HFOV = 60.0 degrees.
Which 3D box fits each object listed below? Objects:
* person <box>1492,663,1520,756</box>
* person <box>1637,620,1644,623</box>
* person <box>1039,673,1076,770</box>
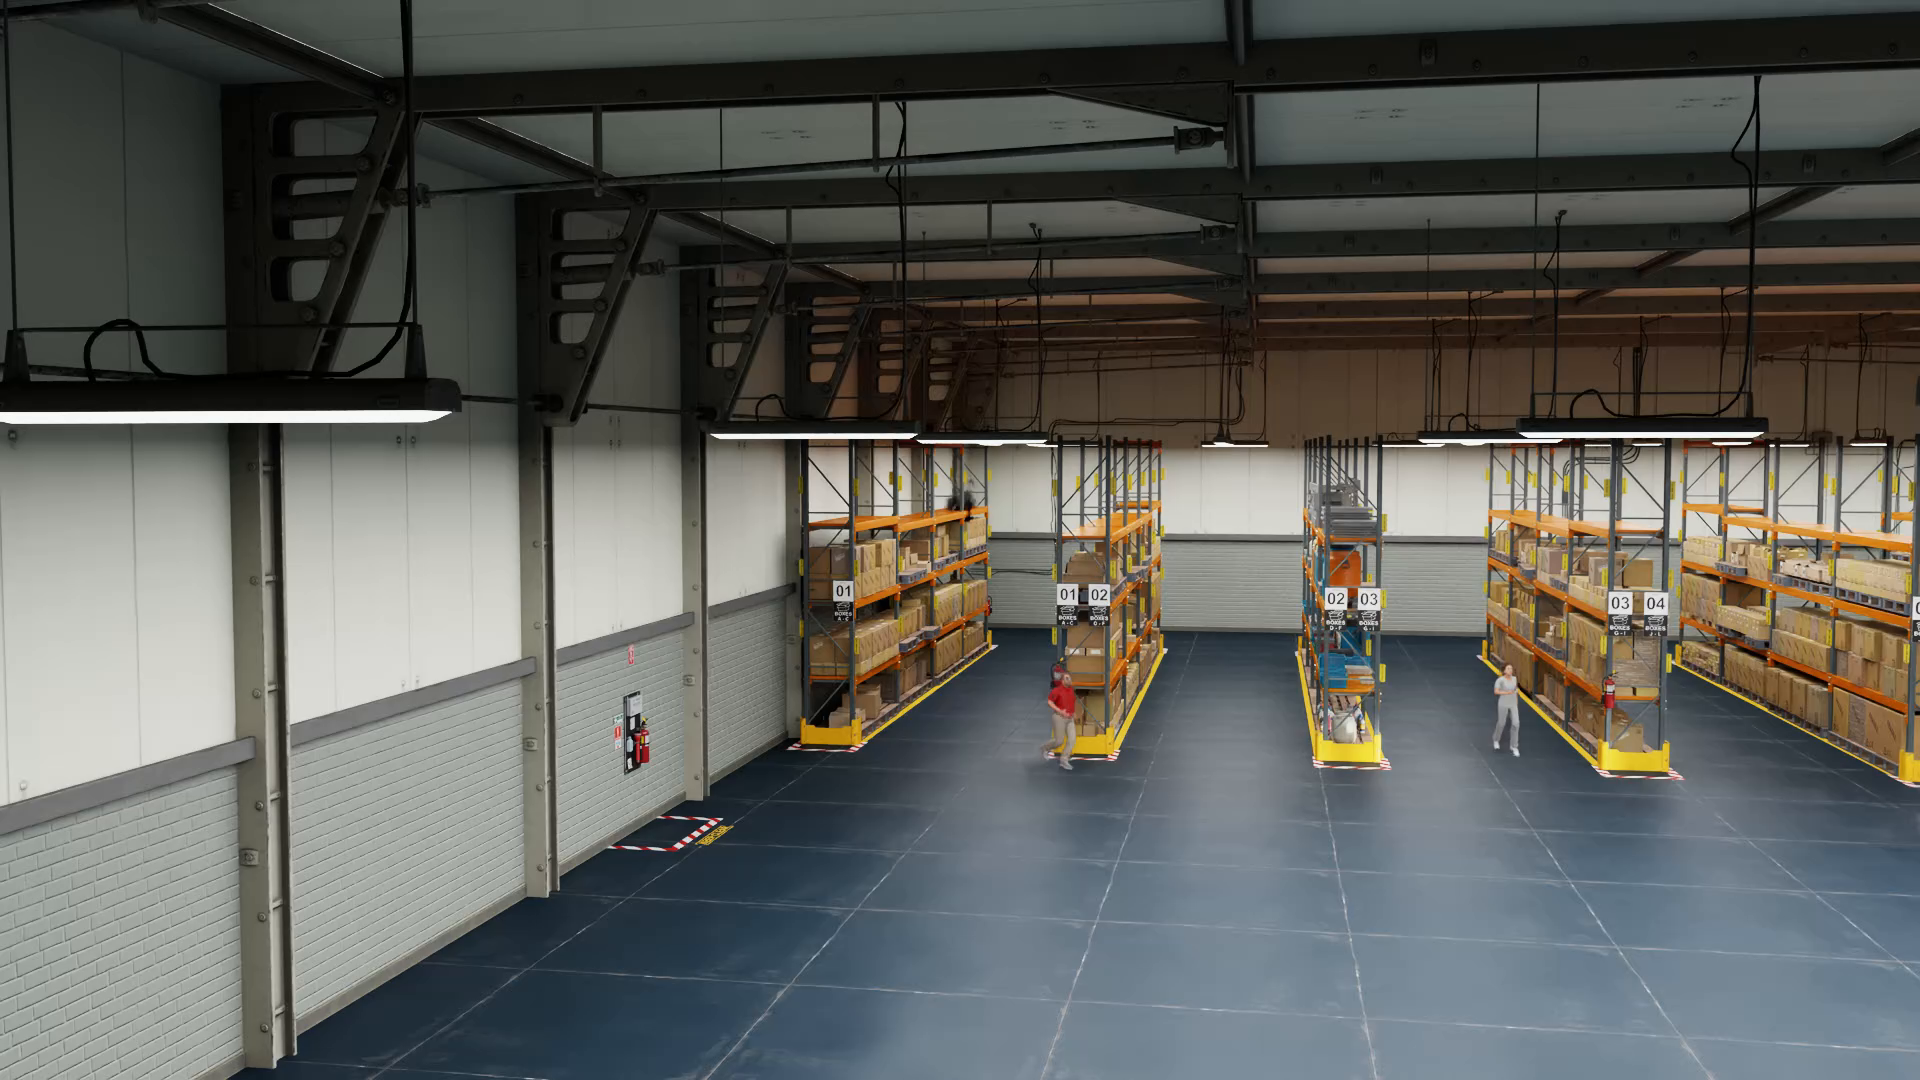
[{"bbox_3d":[10.330,3.171,31.458,0.566,1.721,0.831,0,3,-6],"label":"person"},{"bbox_3d":[18.619,2.443,45.579,0.761,1.637,0.665,-1,3,-14],"label":"person"},{"bbox_3d":[1.845,3.264,30.126,0.679,1.701,0.747,-3,4,-41],"label":"person"}]
